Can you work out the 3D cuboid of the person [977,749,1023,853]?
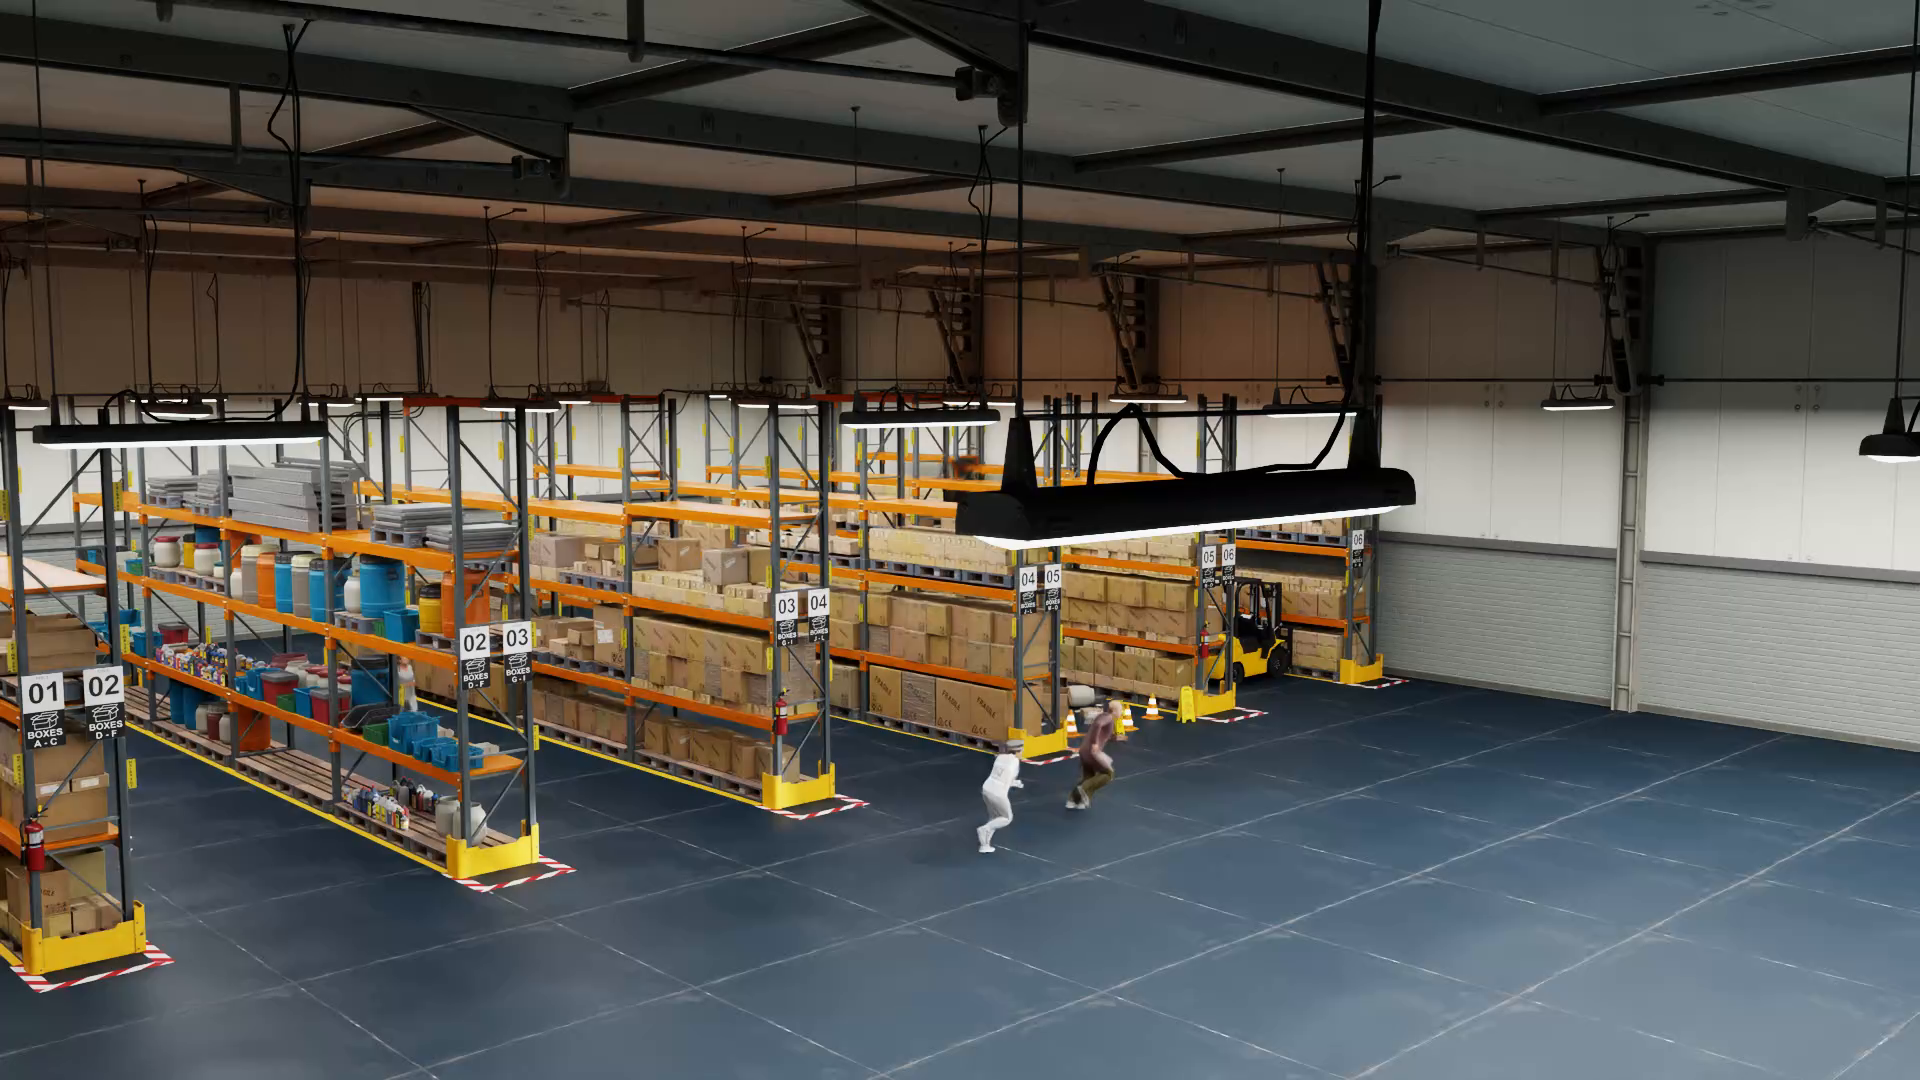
[{"bbox_3d":[0.559,3.461,22.262,0.712,1.465,0.646,-3,6,-28],"label":"person"}]

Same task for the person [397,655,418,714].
[{"bbox_3d":[-9.533,2.740,28.453,0.854,1.718,0.511,5,8,44],"label":"person"}]

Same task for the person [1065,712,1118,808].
[{"bbox_3d":[1.991,3.251,24.416,0.768,1.439,0.741,-1,6,-7],"label":"person"}]
